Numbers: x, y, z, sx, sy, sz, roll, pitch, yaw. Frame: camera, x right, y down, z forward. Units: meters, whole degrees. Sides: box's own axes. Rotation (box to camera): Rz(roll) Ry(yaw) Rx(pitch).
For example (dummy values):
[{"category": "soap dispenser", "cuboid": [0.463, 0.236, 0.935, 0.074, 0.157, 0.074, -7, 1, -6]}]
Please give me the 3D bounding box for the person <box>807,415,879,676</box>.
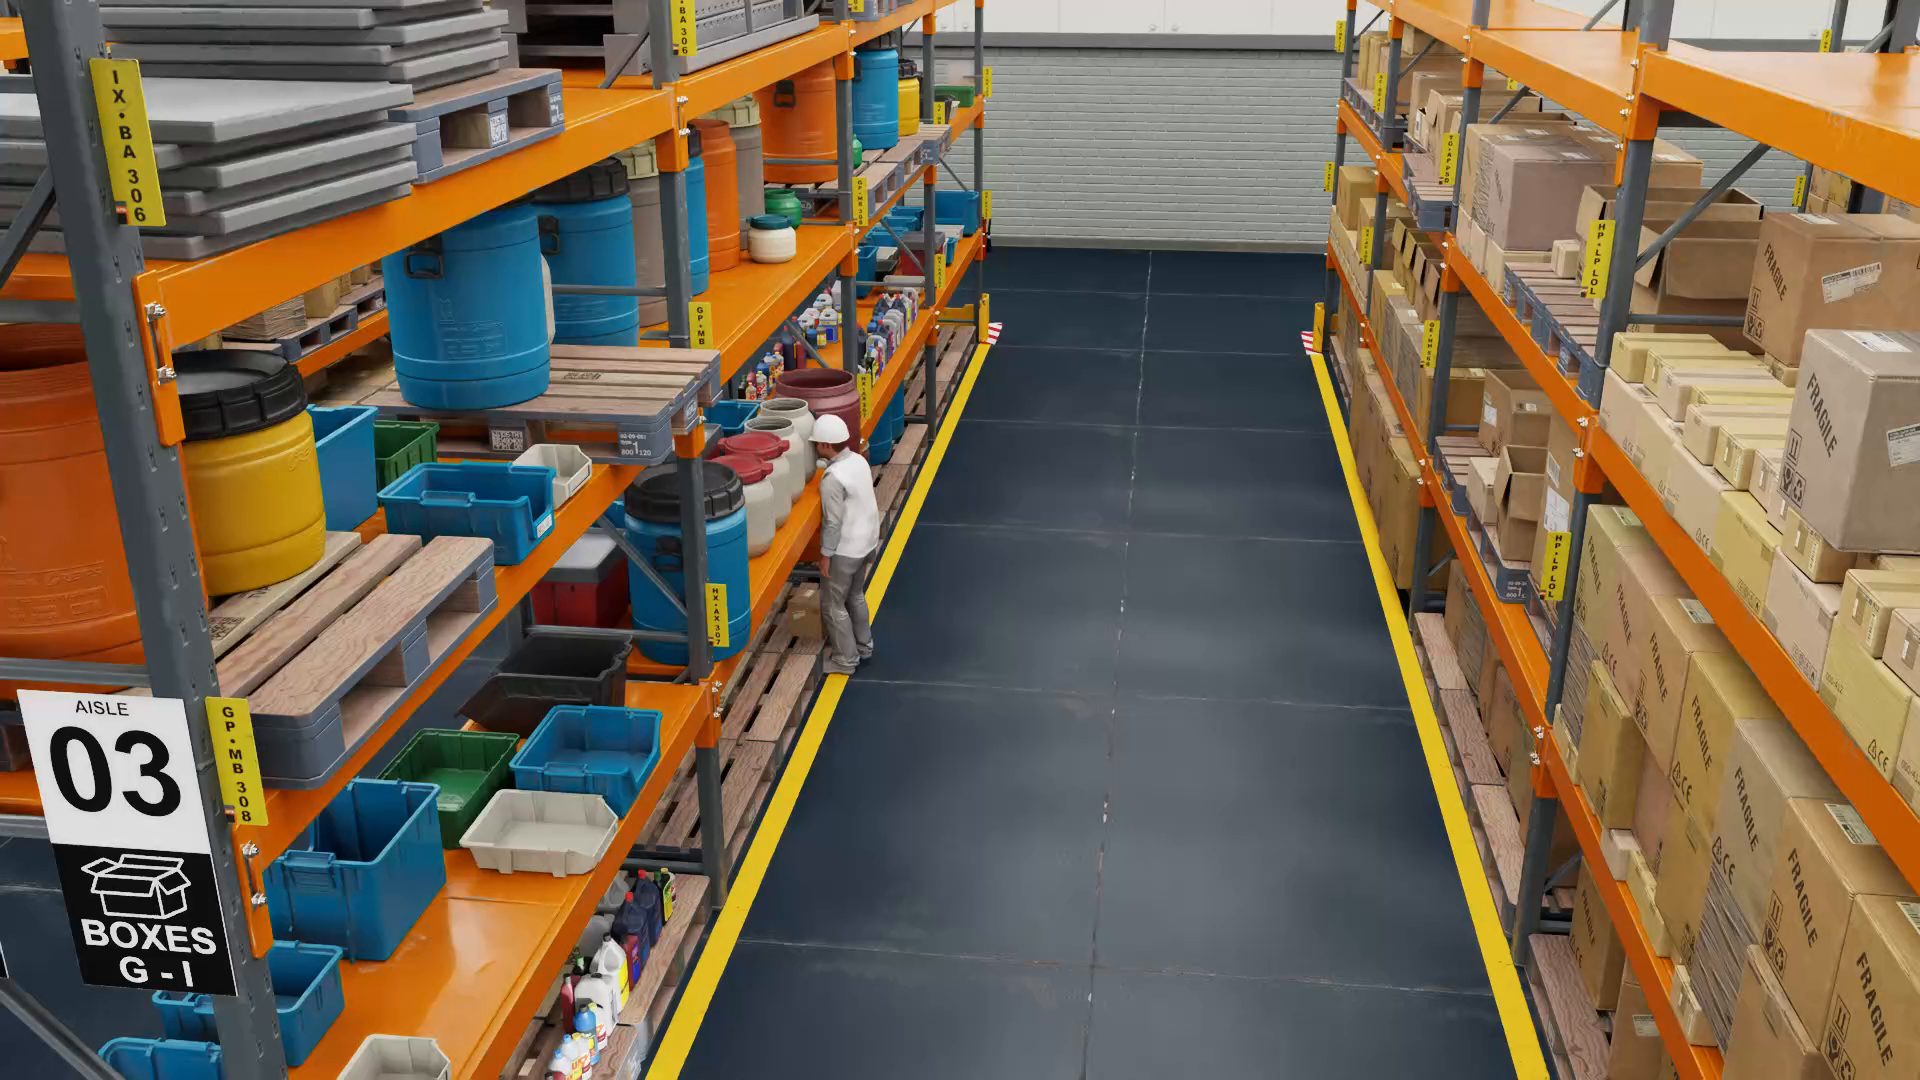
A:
[{"category": "person", "cuboid": [-0.773, 0.025, 10.981, 0.463, 1.770, 0.585, 8, 22, 20]}]
